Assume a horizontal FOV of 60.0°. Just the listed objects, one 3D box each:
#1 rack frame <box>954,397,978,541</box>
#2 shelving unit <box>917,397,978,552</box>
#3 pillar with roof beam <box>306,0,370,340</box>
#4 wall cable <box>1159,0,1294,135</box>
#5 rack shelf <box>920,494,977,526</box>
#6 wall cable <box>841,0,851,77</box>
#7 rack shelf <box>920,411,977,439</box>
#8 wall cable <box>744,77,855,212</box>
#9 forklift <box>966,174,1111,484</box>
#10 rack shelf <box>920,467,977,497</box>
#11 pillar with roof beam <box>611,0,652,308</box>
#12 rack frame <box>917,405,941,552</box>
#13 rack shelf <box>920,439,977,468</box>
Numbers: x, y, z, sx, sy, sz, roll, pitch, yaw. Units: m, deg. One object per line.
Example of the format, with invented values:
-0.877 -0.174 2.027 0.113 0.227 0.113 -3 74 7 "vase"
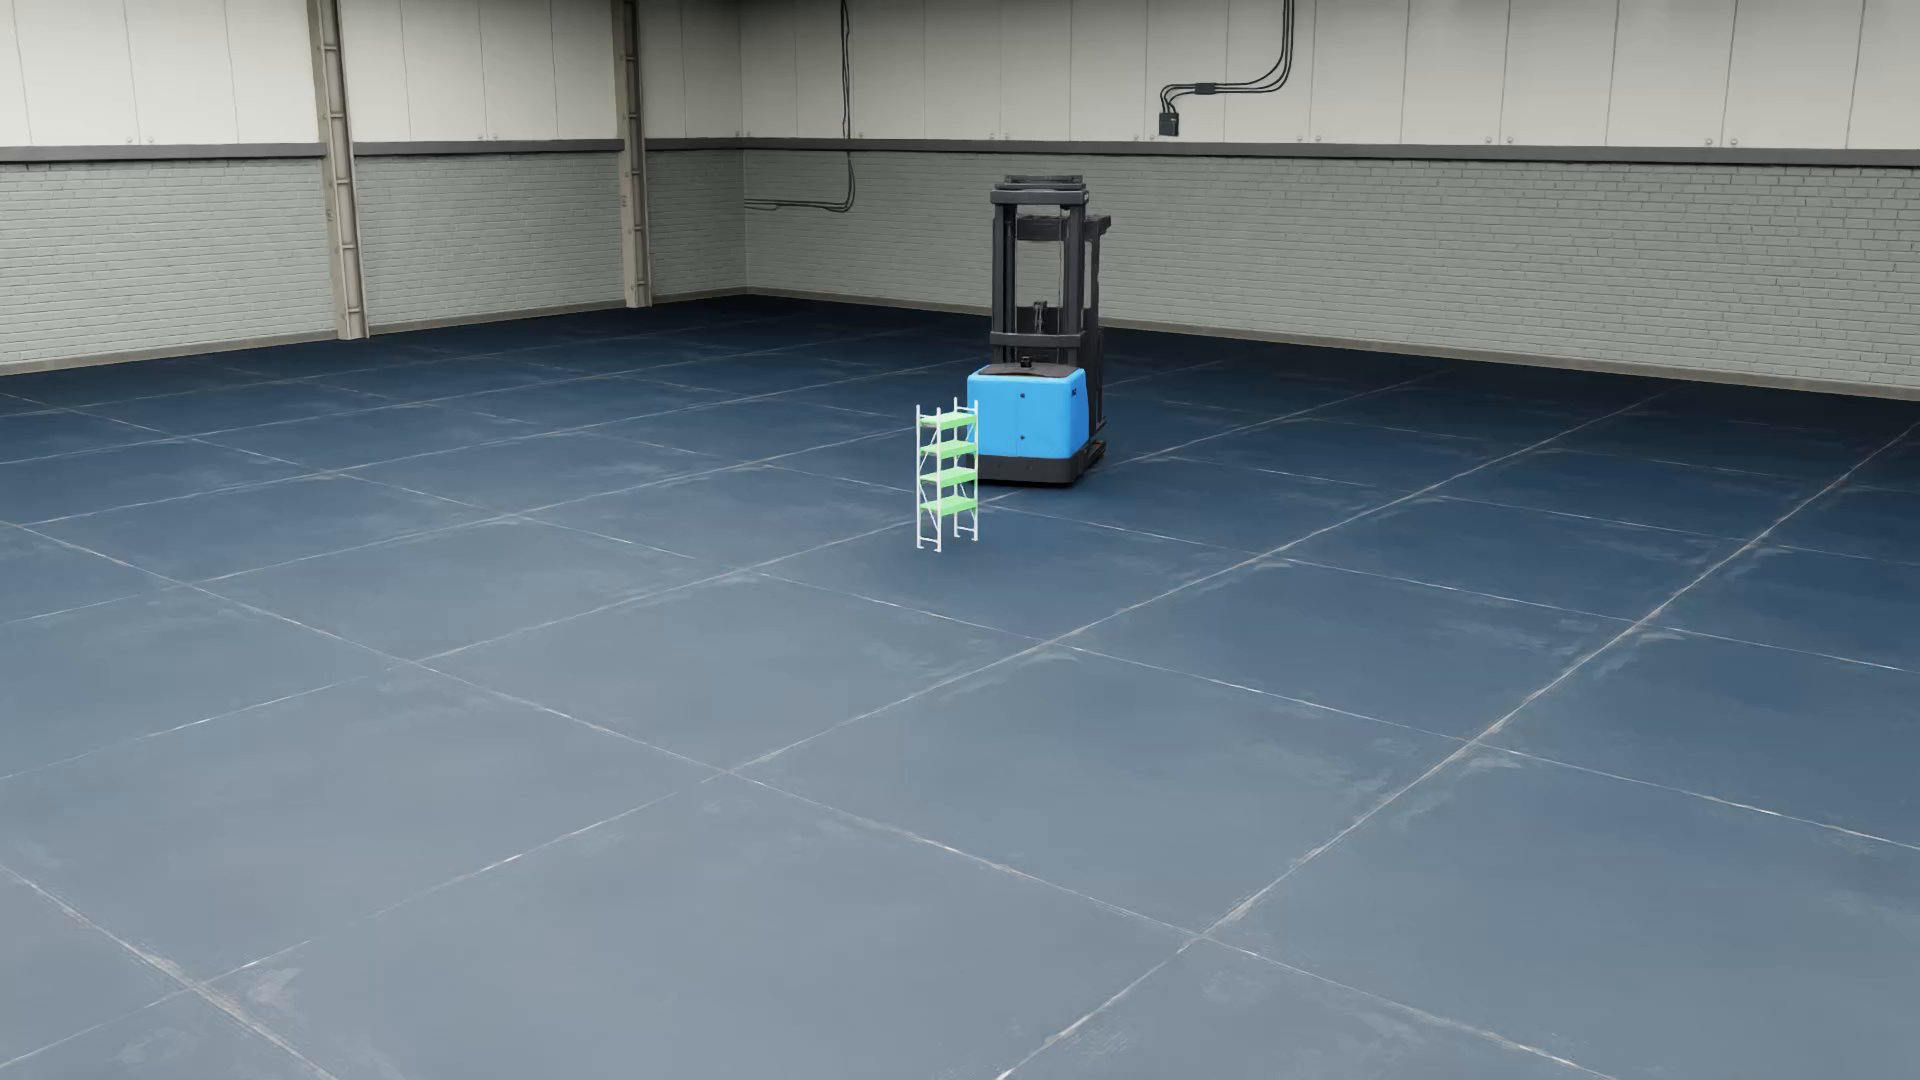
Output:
0.049 -0.597 14.034 0.240 1.200 0.015 11 18 38 "rack frame"
-0.104 -0.550 13.850 0.258 1.200 0.503 11 18 38 "shelving unit"
-6.520 -6.982 23.330 9.100 9.000 0.400 11 18 38 "pillar with roof beam"
4.156 -9.333 25.677 2.305 6.003 0.169 11 18 38 "wall cable"
-0.104 -0.255 13.925 0.258 0.148 0.480 11 18 38 "rack shelf"
-1.113 -9.681 30.003 3.097 2.526 0.112 11 18 38 "wall cable"
-0.104 -0.953 13.748 0.258 0.148 0.480 11 18 38 "rack shelf"
-3.218 -7.652 32.273 3.097 2.526 0.112 11 18 38 "wall cable"
0.928 -2.285 17.164 1.130 2.935 3.031 4 15 14 "forklift"
-0.104 -0.488 13.866 0.258 0.148 0.480 11 18 38 "rack shelf"
-2.749 -8.131 27.853 9.100 9.000 0.400 11 18 38 "pillar with roof beam"
-0.257 -0.503 13.666 0.240 1.200 0.015 11 18 38 "rack frame"
-0.104 -0.721 13.807 0.258 0.148 0.480 11 18 38 "rack shelf"
